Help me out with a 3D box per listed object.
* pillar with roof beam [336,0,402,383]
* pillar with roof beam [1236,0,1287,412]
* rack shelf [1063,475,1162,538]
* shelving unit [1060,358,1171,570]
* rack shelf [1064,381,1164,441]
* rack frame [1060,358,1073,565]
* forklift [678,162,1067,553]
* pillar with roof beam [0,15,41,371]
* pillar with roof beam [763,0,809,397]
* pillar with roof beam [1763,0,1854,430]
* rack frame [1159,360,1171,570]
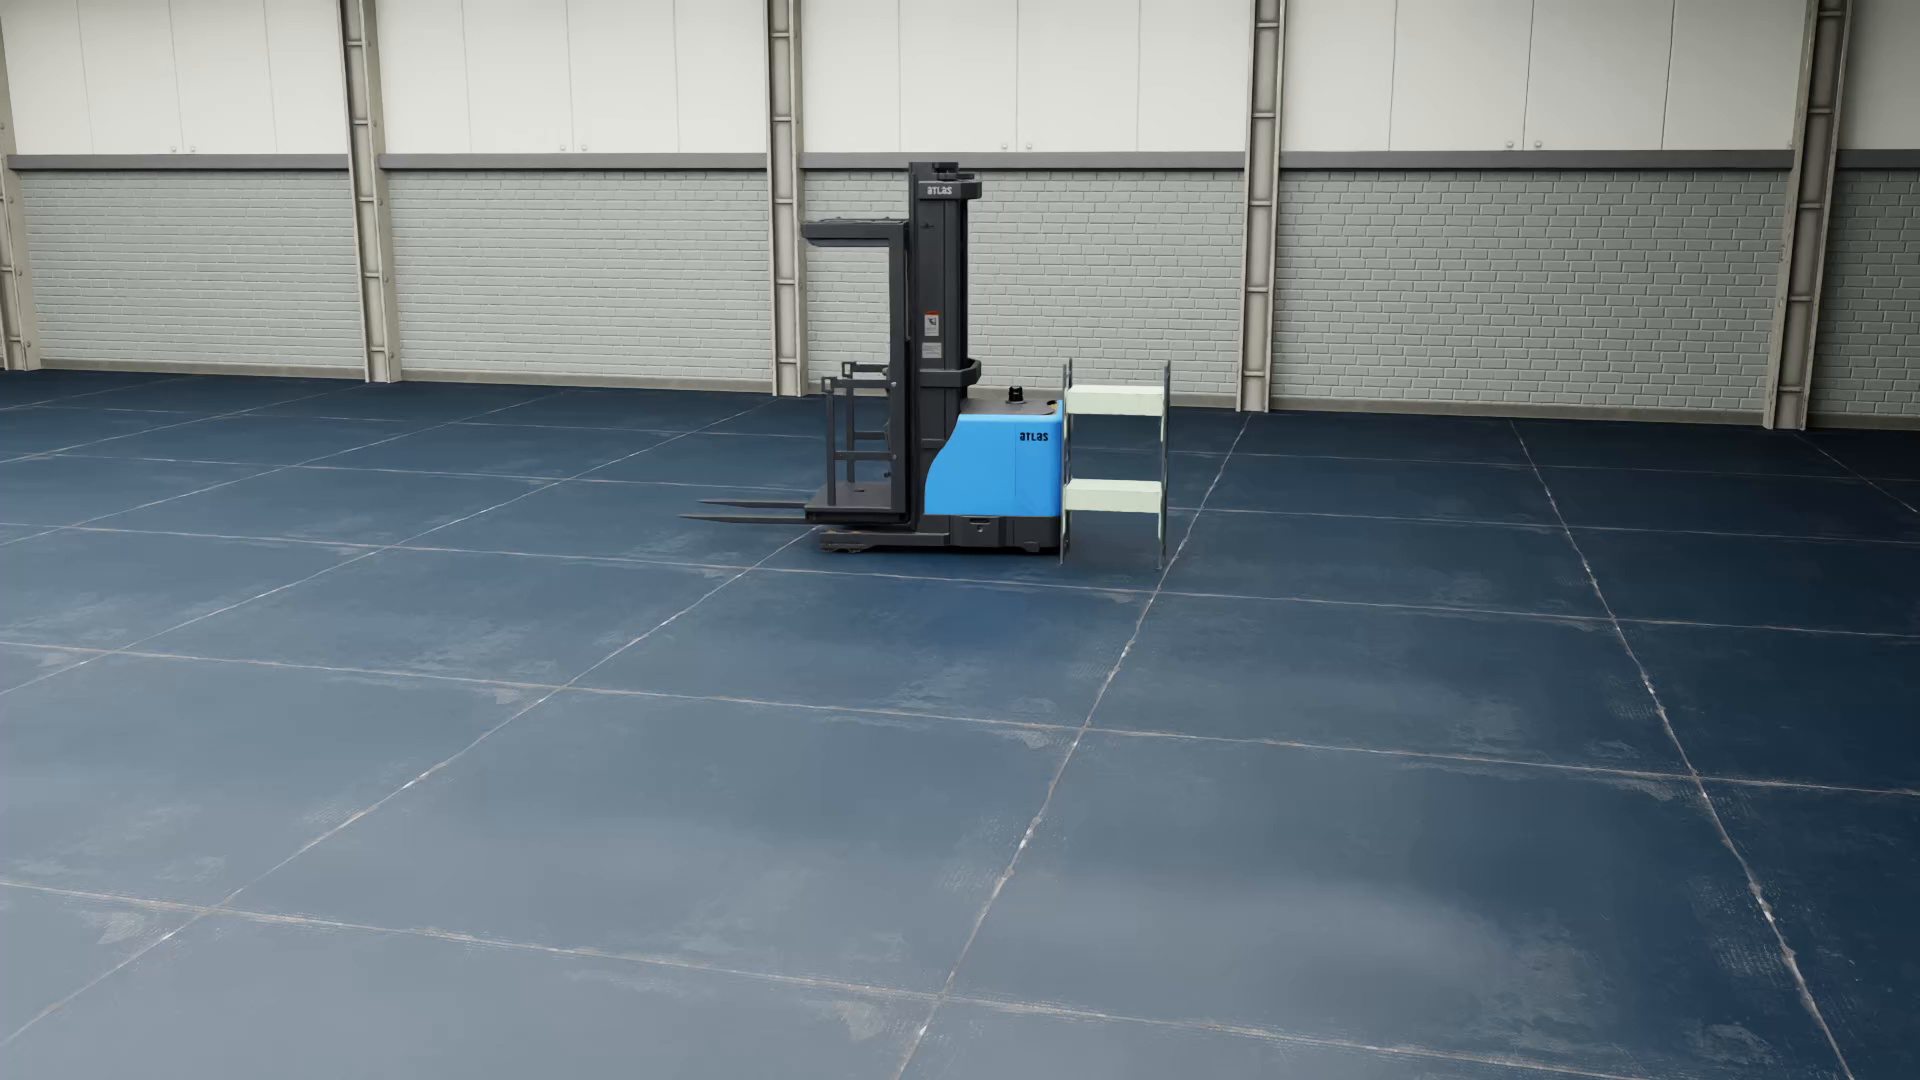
[{"bbox_3d":[-9.080,-5.708,18.186,0.400,9.000,9.100,3,13,14],"label":"pillar with roof beam"},{"bbox_3d":[2.570,-5.085,15.379,0.400,9.000,9.100,3,13,14],"label":"pillar with roof beam"},{"bbox_3d":[1.155,-0.254,12.419,0.720,0.370,0.431,2,13,10],"label":"rack shelf"},{"bbox_3d":[1.155,-0.572,12.349,0.755,1.500,0.431,2,13,10],"label":"shelving unit"},{"bbox_3d":[1.155,-0.953,12.264,0.720,0.370,0.431,2,13,10],"label":"rack shelf"},{"bbox_3d":[0.795,-0.586,12.414,0.023,1.500,0.400,2,13,10],"label":"rack frame"},{"bbox_3d":[-0.678,-1.444,12.973,3.031,2.935,1.130,1,13,5],"label":"forklift"},{"bbox_3d":[-14.905,-6.019,19.589,0.400,9.000,9.100,3,13,14],"label":"pillar with roof beam"},{"bbox_3d":[-3.255,-5.397,16.782,0.400,9.000,9.100,3,13,14],"label":"pillar with roof beam"},{"bbox_3d":[8.396,-4.774,13.975,0.400,9.000,9.100,3,13,14],"label":"pillar with roof beam"},{"bbox_3d":[1.514,-0.557,12.283,0.023,1.500,0.400,2,13,10],"label":"rack frame"}]
